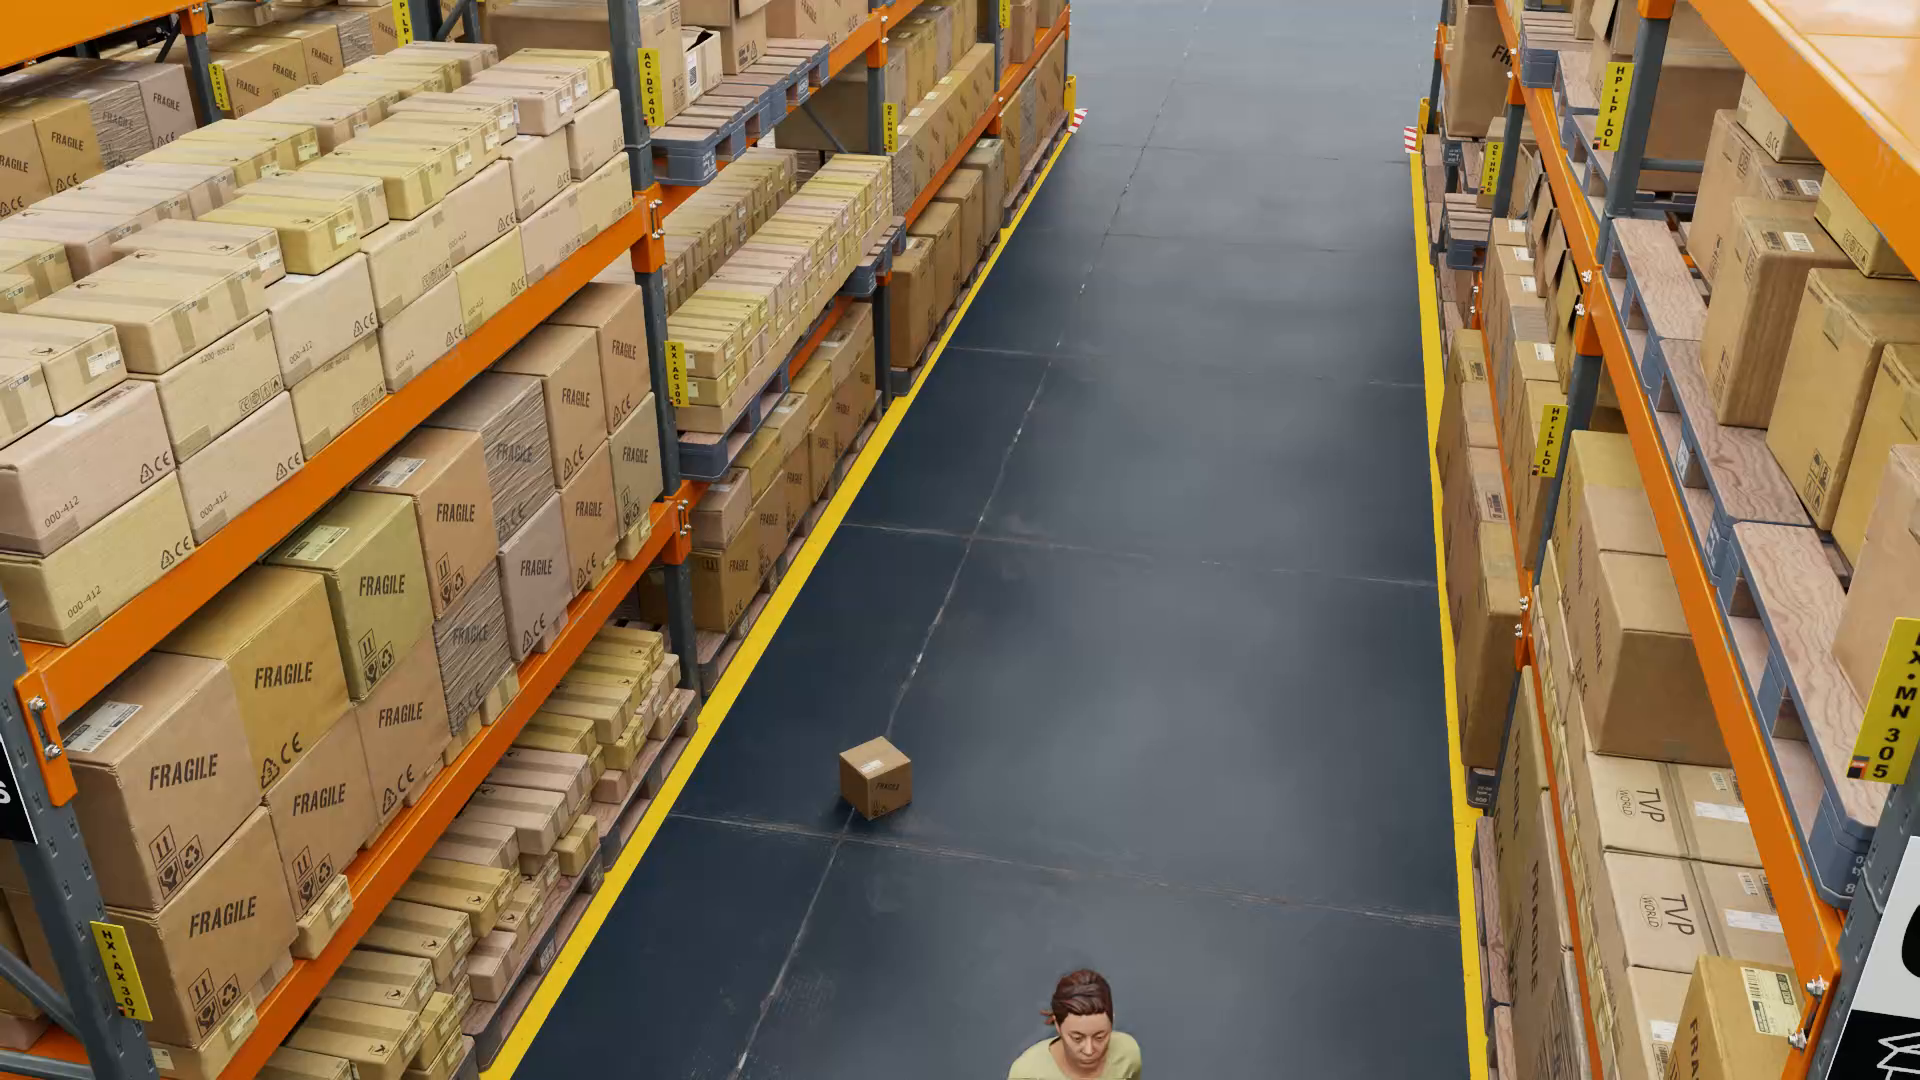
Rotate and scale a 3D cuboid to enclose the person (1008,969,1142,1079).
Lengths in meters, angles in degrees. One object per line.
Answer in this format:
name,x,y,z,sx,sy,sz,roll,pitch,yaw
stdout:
person,0.329,1.973,5.049,0.458,1.617,1.057,-3,29,-6
